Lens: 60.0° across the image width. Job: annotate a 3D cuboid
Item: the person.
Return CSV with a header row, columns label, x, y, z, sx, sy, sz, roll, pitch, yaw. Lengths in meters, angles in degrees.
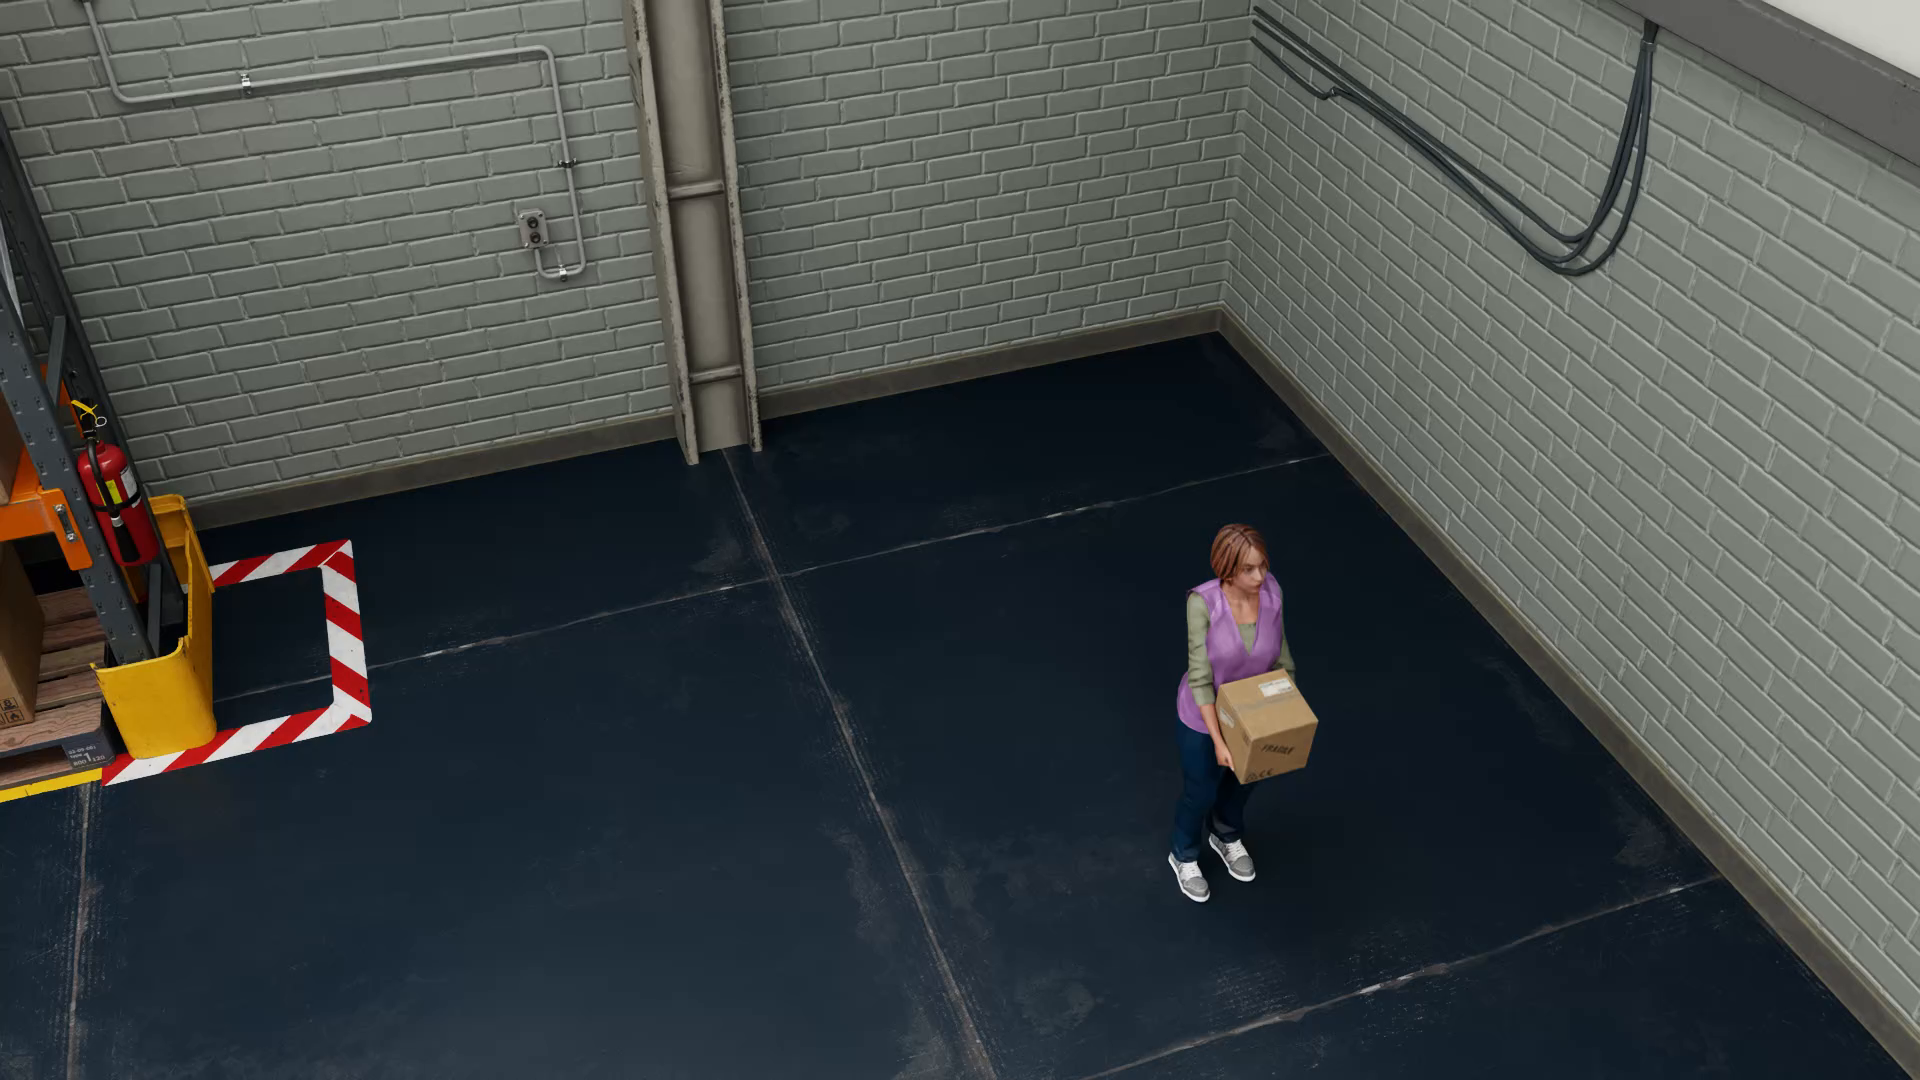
label,x,y,z,sx,sy,sz,roll,pitch,yaw
person,0.984,0.670,5.945,0.406,1.588,0.492,-13,40,-15
